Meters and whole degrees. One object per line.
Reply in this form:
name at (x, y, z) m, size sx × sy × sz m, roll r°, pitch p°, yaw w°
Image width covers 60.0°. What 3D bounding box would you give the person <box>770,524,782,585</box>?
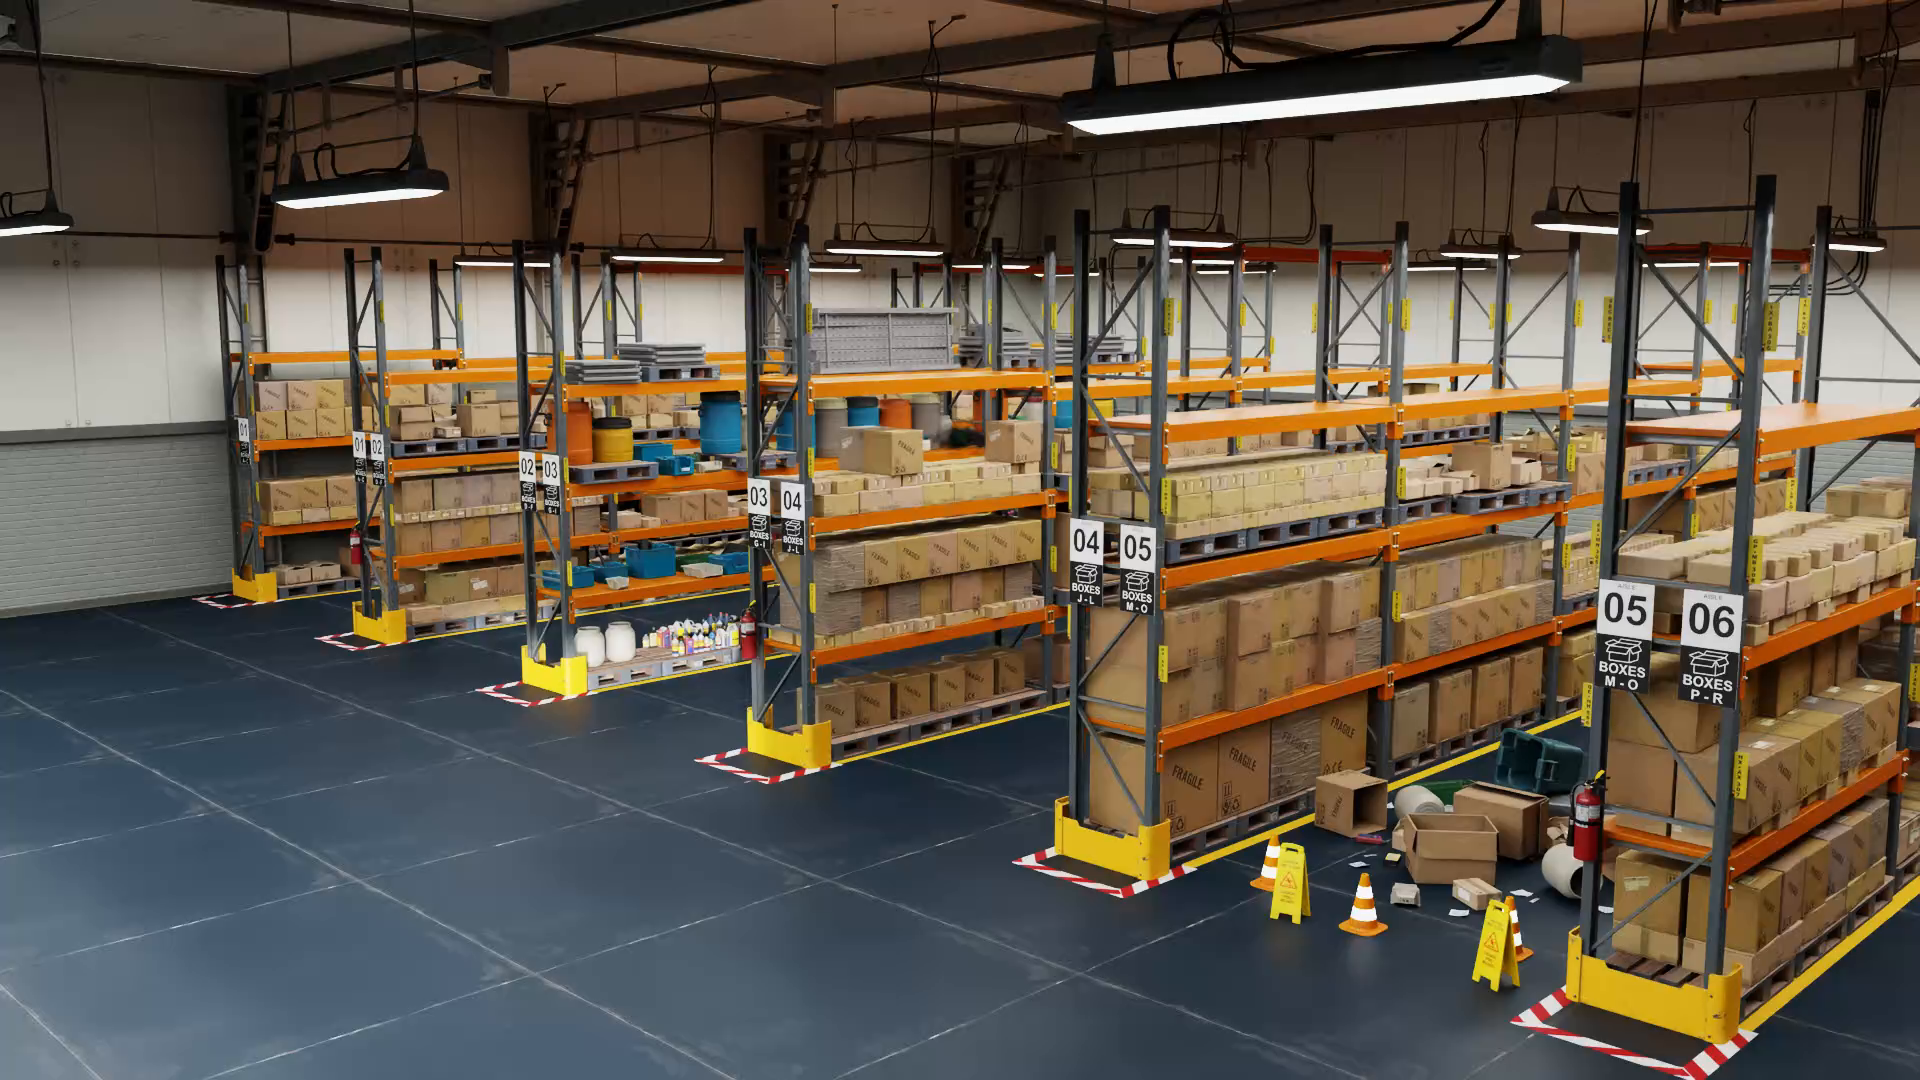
person at (-3.231, -0.033, 28.722) m, size 0.658 × 1.701 × 0.793 m, roll 6°, pitch 10°, yaw 38°
